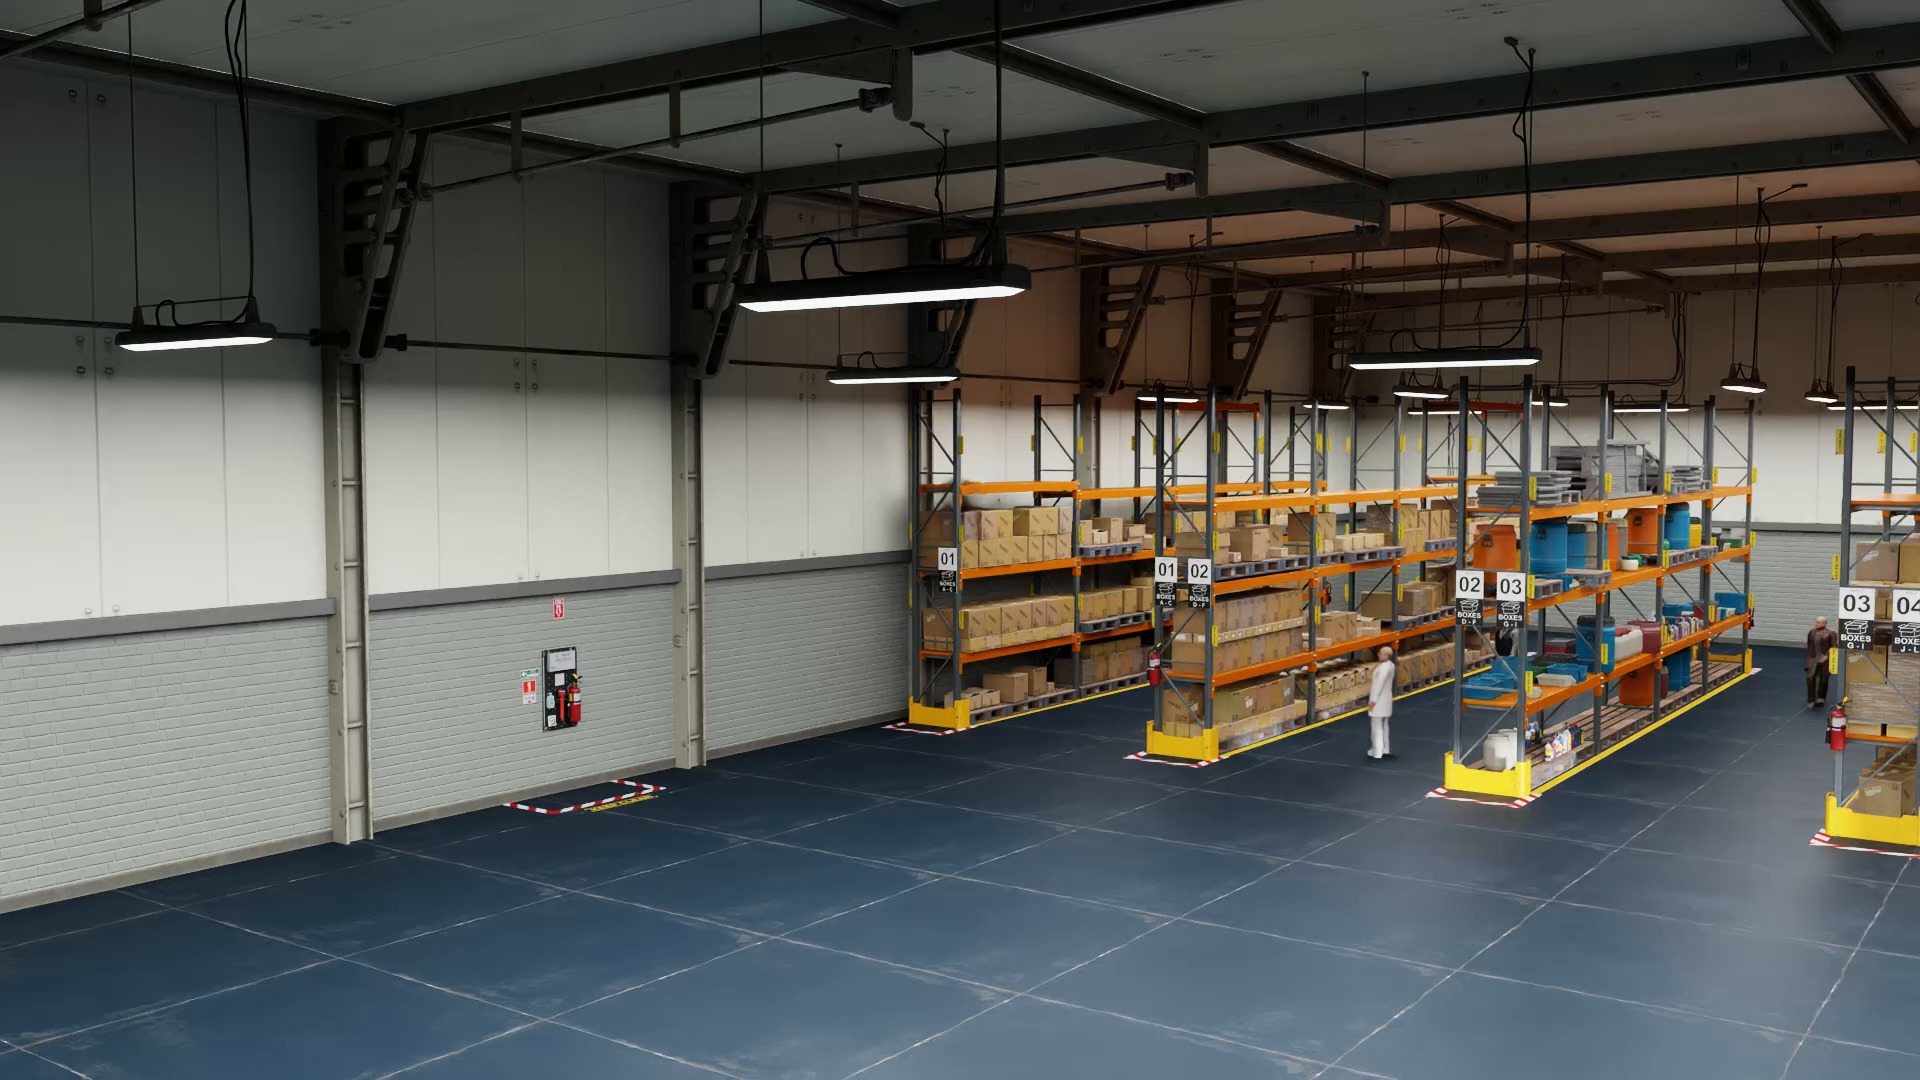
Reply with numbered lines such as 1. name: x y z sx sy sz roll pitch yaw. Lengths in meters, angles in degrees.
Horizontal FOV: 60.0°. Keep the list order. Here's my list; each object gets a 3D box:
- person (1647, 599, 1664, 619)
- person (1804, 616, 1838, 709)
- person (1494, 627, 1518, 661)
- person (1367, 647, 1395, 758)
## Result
1. person: 15.426 2.118 36.999 0.493 1.710 0.562 1 3 11
2. person: 16.490 2.360 31.823 0.576 1.813 0.936 2 4 35
3. person: 10.706 2.305 32.623 0.523 1.682 1.018 2 4 34
4. person: 6.694 2.595 26.684 0.551 1.786 0.597 3 4 43
